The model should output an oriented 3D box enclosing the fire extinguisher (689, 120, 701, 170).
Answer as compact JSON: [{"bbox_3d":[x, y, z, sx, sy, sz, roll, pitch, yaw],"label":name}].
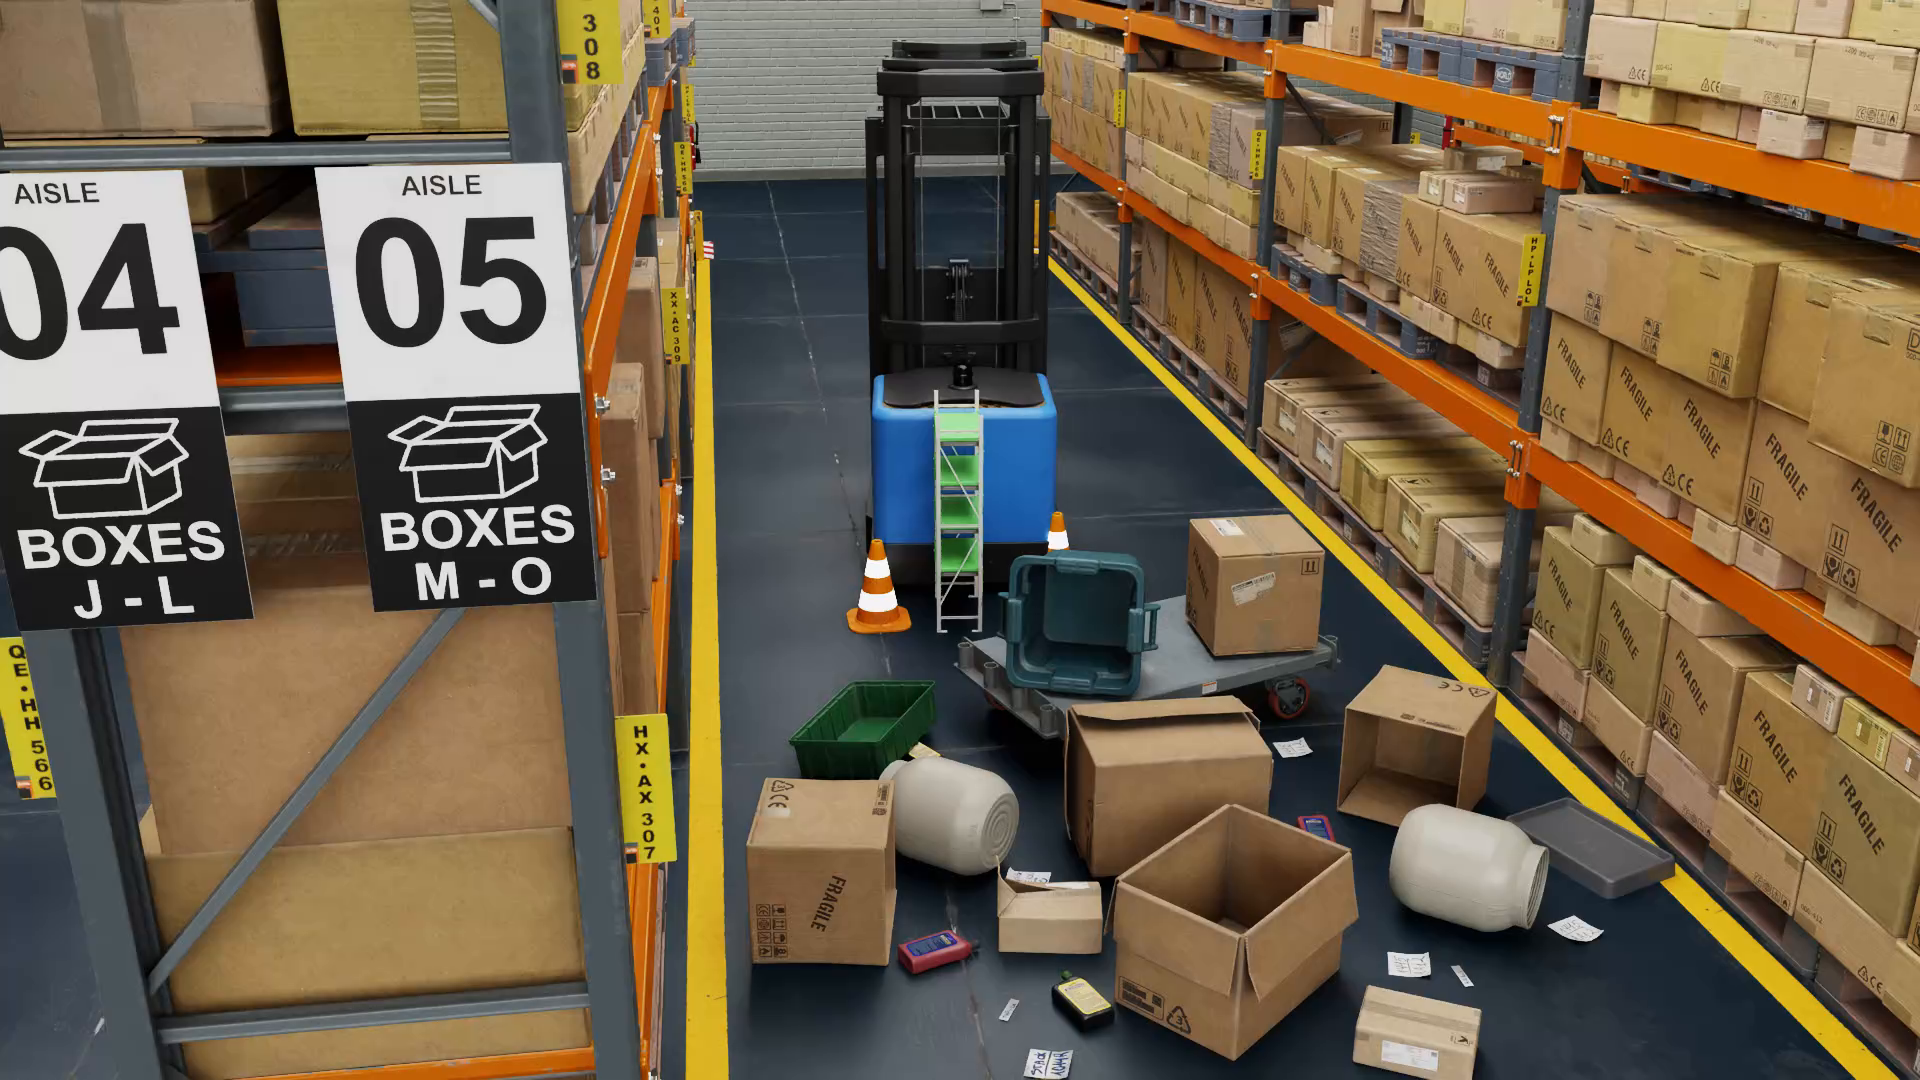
[{"bbox_3d":[-3.052,-4.480,18.567,0.296,0.674,0.183,-3,21,-8],"label":"fire extinguisher"}]

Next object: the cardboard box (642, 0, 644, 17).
[{"bbox_3d":[-1.791,-2.918,8.569,0.500,0.500,0.500,-3,21,-8],"label":"cardboard box"}]

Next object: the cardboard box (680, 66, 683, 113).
[{"bbox_3d":[-2.720,-4.018,14.691,0.500,0.500,0.500,-2,21,-6],"label":"cardboard box"}]

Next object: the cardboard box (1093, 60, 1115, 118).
[{"bbox_3d":[1.582,-4.321,15.926,0.500,0.500,0.500,-3,21,-9],"label":"cardboard box"}]

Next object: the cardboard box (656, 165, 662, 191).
[{"bbox_3d":[-2.266,-2.516,11.574,0.380,0.149,0.250,-3,21,-8],"label":"cardboard box"}]

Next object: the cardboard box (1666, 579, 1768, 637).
[{"bbox_3d":[3.035,0.261,6.561,0.380,0.149,0.250,-2,21,-5],"label":"cardboard box"}]

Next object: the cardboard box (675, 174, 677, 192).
[{"bbox_3d":[-2.613,-3.192,14.835,0.380,0.149,0.250,-2,21,-6],"label":"cardboard box"}]

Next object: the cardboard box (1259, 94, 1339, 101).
[{"bbox_3d":[2.595,-3.145,12.776,0.500,0.500,0.500,-2,21,-6],"label":"cardboard box"}]

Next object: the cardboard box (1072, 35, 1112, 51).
[{"bbox_3d":[1.361,-5.097,17.077,0.380,0.149,0.250,-3,21,-7],"label":"cardboard box"}]

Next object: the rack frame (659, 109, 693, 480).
[{"bbox_3d":[-2.319,-1.810,10.776,1.000,3.000,0.127,-3,21,-8],"label":"rack frame"}]

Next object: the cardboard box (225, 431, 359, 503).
[{"bbox_3d":[-1.352,0.067,3.992,0.875,0.550,0.550,-3,21,-8],"label":"cardboard box"}]

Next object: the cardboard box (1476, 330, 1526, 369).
[{"bbox_3d":[2.794,-0.953,8.240,0.380,0.149,0.250,-3,21,-7],"label":"cardboard box"}]

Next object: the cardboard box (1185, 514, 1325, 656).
[{"bbox_3d":[1.384,0.206,7.867,0.500,0.500,0.500,-3,21,-8],"label":"cardboard box"}]

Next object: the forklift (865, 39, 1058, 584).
[{"bbox_3d":[-0.020,-1.591,10.287,1.130,2.935,3.031,-1,20,-2],"label":"forklift"}]

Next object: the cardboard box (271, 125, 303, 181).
[{"bbox_3d":[-1.622,-0.846,3.522,0.380,0.149,0.250,-3,21,-7],"label":"cardboard box"}]

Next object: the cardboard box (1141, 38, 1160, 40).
[{"bbox_3d":[1.998,-4.950,16.683,0.380,0.149,0.250,-3,21,-8],"label":"cardboard box"}]

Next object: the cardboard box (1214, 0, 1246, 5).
[{"bbox_3d":[2.234,-4.077,11.815,0.700,0.500,0.500,-4,21,-10],"label":"cardboard box"}]

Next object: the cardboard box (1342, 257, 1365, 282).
[{"bbox_3d":[2.560,-1.680,10.185,0.380,0.149,0.250,-2,21,-5],"label":"cardboard box"}]

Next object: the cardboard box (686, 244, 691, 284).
[{"bbox_3d":[-2.538,-2.327,14.061,0.500,0.250,0.500,-3,21,-9],"label":"cardboard box"}]

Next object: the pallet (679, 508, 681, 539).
[{"bbox_3d":[-2.280,-0.227,10.523,1.003,0.211,1.213,-3,21,-8],"label":"pallet"}]

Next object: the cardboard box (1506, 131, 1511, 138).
[{"bbox_3d":[6.273,-4.514,18.374,0.380,0.149,0.250,-3,21,-7],"label":"cardboard box"}]

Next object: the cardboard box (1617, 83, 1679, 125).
[{"bbox_3d":[2.923,-1.784,6.777,0.380,0.149,0.250,-3,21,-8],"label":"cardboard box"}]

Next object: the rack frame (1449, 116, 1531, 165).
[{"bbox_3d":[6.323,-5.117,19.628,1.000,3.000,0.127,-3,21,-8],"label":"rack frame"}]

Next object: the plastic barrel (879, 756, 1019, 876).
[{"bbox_3d":[-0.061,1.097,6.674,0.512,0.421,0.421,12,24,30],"label":"plastic barrel"}]

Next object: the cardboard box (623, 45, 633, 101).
[{"bbox_3d":[-1.188,-1.406,5.021,0.380,0.149,0.250,-3,21,-8],"label":"cardboard box"}]

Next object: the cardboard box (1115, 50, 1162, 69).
[{"bbox_3d":[1.629,-4.390,15.183,0.380,0.149,0.250,-3,21,-9],"label":"cardboard box"}]

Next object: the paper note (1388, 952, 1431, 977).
[{"bbox_3d":[1.638,1.542,6.059,0.148,0.019,0.142,4,21,11],"label":"paper note"}]

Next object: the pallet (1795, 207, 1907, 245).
[{"bbox_3d":[7.309,-2.488,12.865,1.213,0.211,1.003,-3,21,-8],"label":"pallet"}]

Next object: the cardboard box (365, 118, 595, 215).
[{"bbox_3d":[-0.898,-0.706,3.149,0.380,0.149,0.250,-3,21,-7],"label":"cardboard box"}]

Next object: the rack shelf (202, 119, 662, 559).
[{"bbox_3d":[-1.454,-0.801,4.815,1.077,0.370,4.000,-3,21,-8],"label":"rack shelf"}]

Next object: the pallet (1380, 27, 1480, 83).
[{"bbox_3d":[3.005,-2.605,8.886,1.213,0.211,1.003,-3,21,-8],"label":"pallet"}]

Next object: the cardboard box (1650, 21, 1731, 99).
[{"bbox_3d":[3.017,-1.840,6.358,0.500,0.250,0.500,-3,21,-8],"label":"cardboard box"}]

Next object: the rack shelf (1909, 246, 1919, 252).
[{"bbox_3d":[7.764,-1.317,10.484,1.077,0.370,4.000,-3,21,-8],"label":"rack shelf"}]

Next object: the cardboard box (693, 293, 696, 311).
[{"bbox_3d":[-2.630,-2.199,15.291,0.380,0.149,0.250,-4,21,-10],"label":"cardboard box"}]

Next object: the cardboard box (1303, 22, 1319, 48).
[{"bbox_3d":[2.442,-3.265,10.743,0.380,0.149,0.250,-3,21,-8],"label":"cardboard box"}]

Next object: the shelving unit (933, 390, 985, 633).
[{"bbox_3d":[-0.011,-0.156,8.919,0.258,1.200,0.503,-1,20,-2],"label":"shelving unit"}]

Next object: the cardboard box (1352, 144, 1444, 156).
[{"bbox_3d":[2.905,-2.335,11.012,0.500,0.500,0.500,-4,21,-9],"label":"cardboard box"}]

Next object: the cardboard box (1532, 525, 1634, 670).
[{"bbox_3d":[2.959,0.248,7.523,0.500,0.500,0.500,-2,21,-5],"label":"cardboard box"}]

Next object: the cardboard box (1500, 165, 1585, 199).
[{"bbox_3d":[3.165,-1.949,9.051,0.380,0.149,0.250,-2,21,-5],"label":"cardboard box"}]

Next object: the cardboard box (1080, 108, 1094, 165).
[{"bbox_3d":[1.502,-4.026,16.565,0.500,0.500,0.500,-3,21,-9],"label":"cardboard box"}]

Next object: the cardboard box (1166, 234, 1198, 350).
[{"bbox_3d":[2.294,-2.158,14.144,0.875,0.875,0.875,-2,21,-6],"label":"cardboard box"}]

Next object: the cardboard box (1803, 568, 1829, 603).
[{"bbox_3d":[3.251,0.144,5.904,0.380,0.149,0.250,-3,21,-8],"label":"cardboard box"}]

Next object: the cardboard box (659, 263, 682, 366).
[{"bbox_3d":[-1.768,-1.192,8.977,0.500,0.500,0.500,-3,21,-7],"label":"cardboard box"}]

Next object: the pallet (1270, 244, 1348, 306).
[{"bbox_3d":[2.773,-1.764,10.926,1.213,0.211,1.003,-3,21,-8],"label":"pallet"}]

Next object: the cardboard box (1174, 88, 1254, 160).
[{"bbox_3d":[2.018,-3.301,13.196,0.500,0.500,0.500,-3,21,-9],"label":"cardboard box"}]

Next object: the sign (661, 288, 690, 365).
[{"bbox_3d":[-1.194,-0.897,6.979,0.100,0.325,0.005,-3,21,-8],"label":"sign"}]

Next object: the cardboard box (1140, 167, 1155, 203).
[{"bbox_3d":[1.866,-3.065,14.350,0.500,0.250,0.500,-3,21,-9],"label":"cardboard box"}]

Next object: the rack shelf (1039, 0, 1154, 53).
[{"bbox_3d":[1.700,-5.241,16.701,1.077,0.370,4.000,-3,21,-8],"label":"rack shelf"}]

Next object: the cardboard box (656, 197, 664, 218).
[{"bbox_3d":[-2.190,-2.206,11.170,0.380,0.149,0.250,-2,21,-5],"label":"cardboard box"}]

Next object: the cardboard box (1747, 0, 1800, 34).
[{"bbox_3d":[3.056,-1.890,5.920,0.380,0.149,0.250,-4,21,-10],"label":"cardboard box"}]

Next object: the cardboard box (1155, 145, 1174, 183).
[{"bbox_3d":[1.922,-3.122,13.788,0.500,0.250,0.500,-3,21,-7],"label":"cardboard box"}]

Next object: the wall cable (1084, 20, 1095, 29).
[{"bbox_3d":[1.977,-7.368,24.203,0.588,1.984,0.122,-3,21,-8],"label":"wall cable"}]

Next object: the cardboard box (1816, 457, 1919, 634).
[{"bbox_3d":[3.231,-0.032,5.448,0.500,0.500,0.500,-3,21,-8],"label":"cardboard box"}]

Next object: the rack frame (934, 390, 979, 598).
[{"bbox_3d":[-0.019,-0.241,9.147,0.240,1.200,0.015,-1,20,-2],"label":"rack frame"}]
